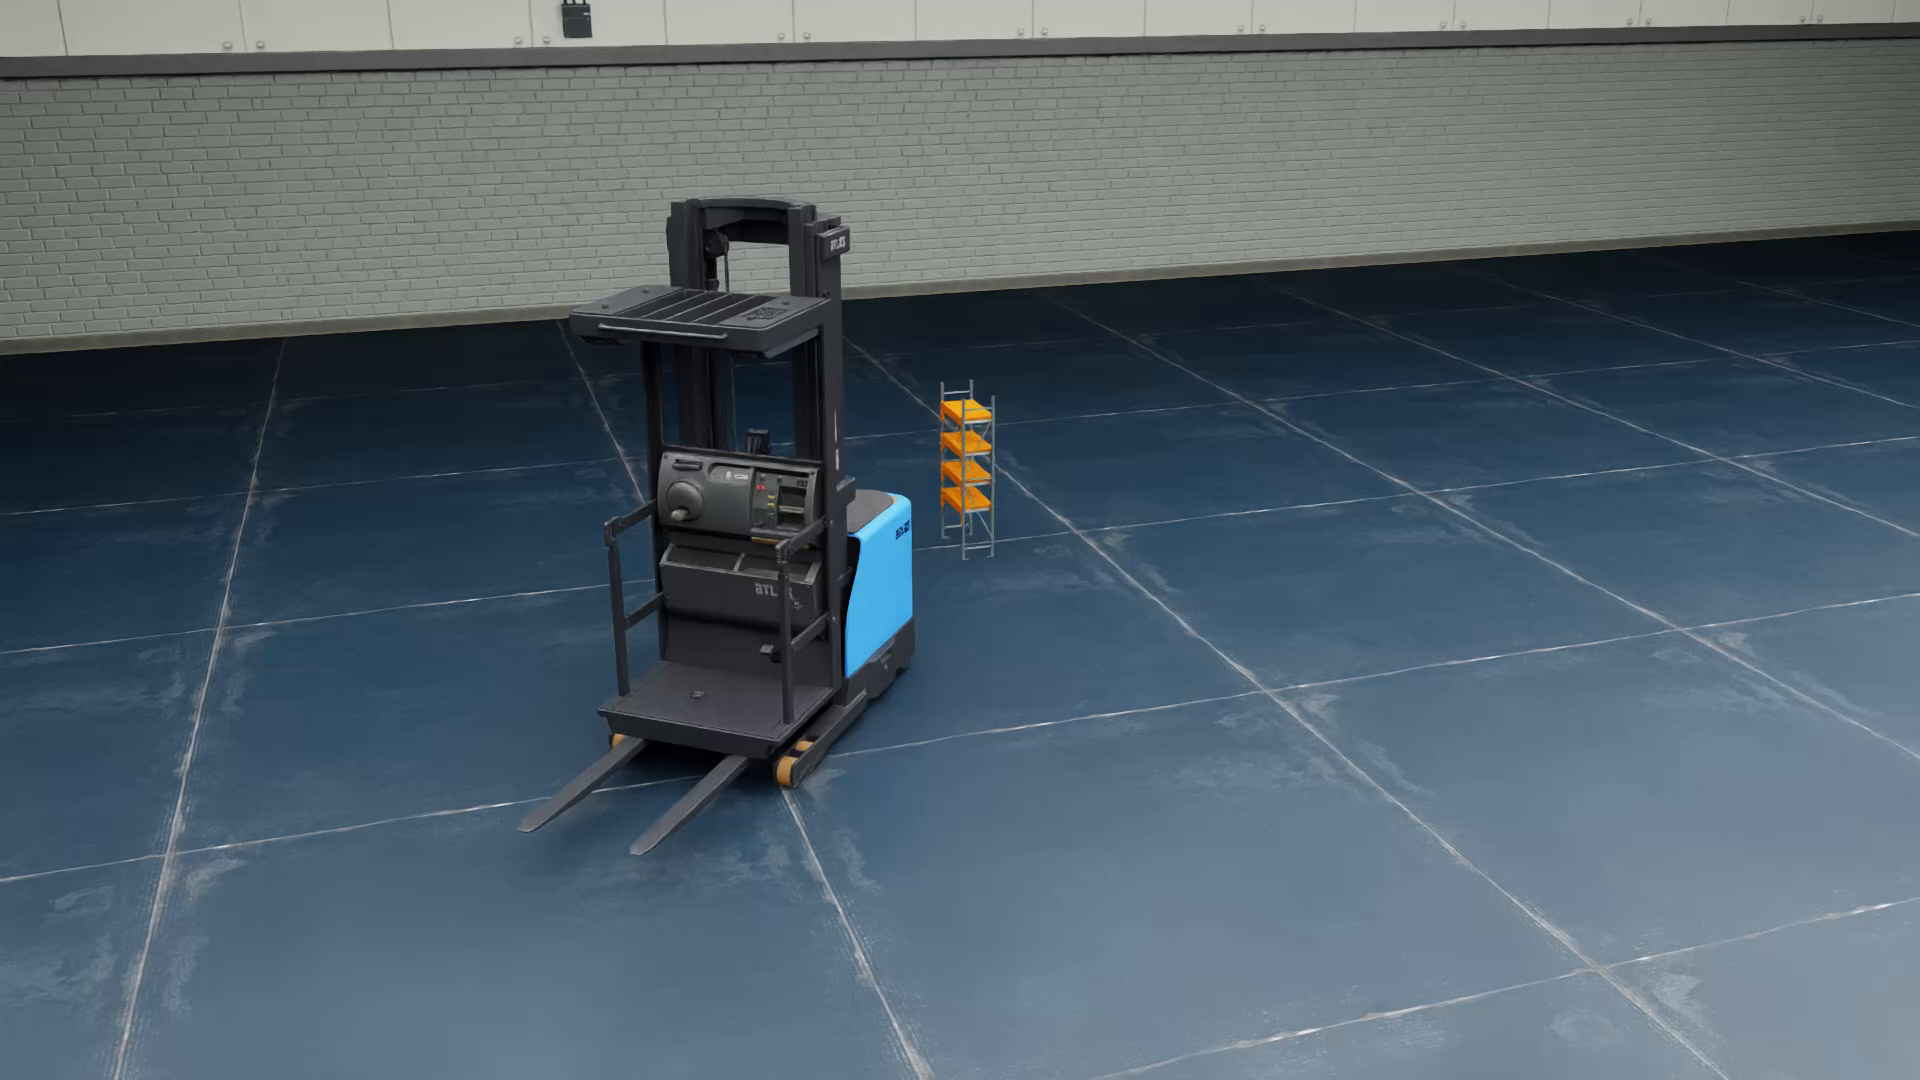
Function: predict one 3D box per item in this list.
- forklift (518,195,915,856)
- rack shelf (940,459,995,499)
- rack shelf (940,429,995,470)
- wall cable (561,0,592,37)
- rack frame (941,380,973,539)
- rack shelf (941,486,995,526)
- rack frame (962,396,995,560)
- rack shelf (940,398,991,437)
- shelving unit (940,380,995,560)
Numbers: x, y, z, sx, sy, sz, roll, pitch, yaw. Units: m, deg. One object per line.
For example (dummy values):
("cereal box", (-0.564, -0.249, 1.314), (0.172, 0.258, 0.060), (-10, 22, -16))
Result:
("forklift", (-1.267, -0.229, 8.719), (1.130, 2.935, 3.031), (7, 21, 19))
("rack shelf", (0.052, -0.448, 12.089), (0.258, 0.148, 0.480), (-6, 21, -17))
("rack shelf", (0.052, -0.659, 12.013), (0.258, 0.148, 0.480), (-6, 21, -17))
("wall cable", (-3.354, -8.603, 18.026), (2.305, 6.003, 0.169), (-6, 21, -17))
("rack frame", (-0.025, -0.590, 12.284), (0.240, 1.200, 0.015), (-6, 21, -17))
("rack shelf", (0.052, -0.261, 12.156), (0.258, 0.148, 0.480), (-6, 21, -17))
("rack frame", (0.129, -0.433, 11.848), (0.240, 1.200, 0.015), (-6, 21, -17))
("rack shelf", (0.052, -0.881, 11.933), (0.258, 0.148, 0.480), (-6, 21, -17))
("shelving unit", (0.052, -0.512, 12.066), (0.258, 1.200, 0.503), (-6, 21, -17))
